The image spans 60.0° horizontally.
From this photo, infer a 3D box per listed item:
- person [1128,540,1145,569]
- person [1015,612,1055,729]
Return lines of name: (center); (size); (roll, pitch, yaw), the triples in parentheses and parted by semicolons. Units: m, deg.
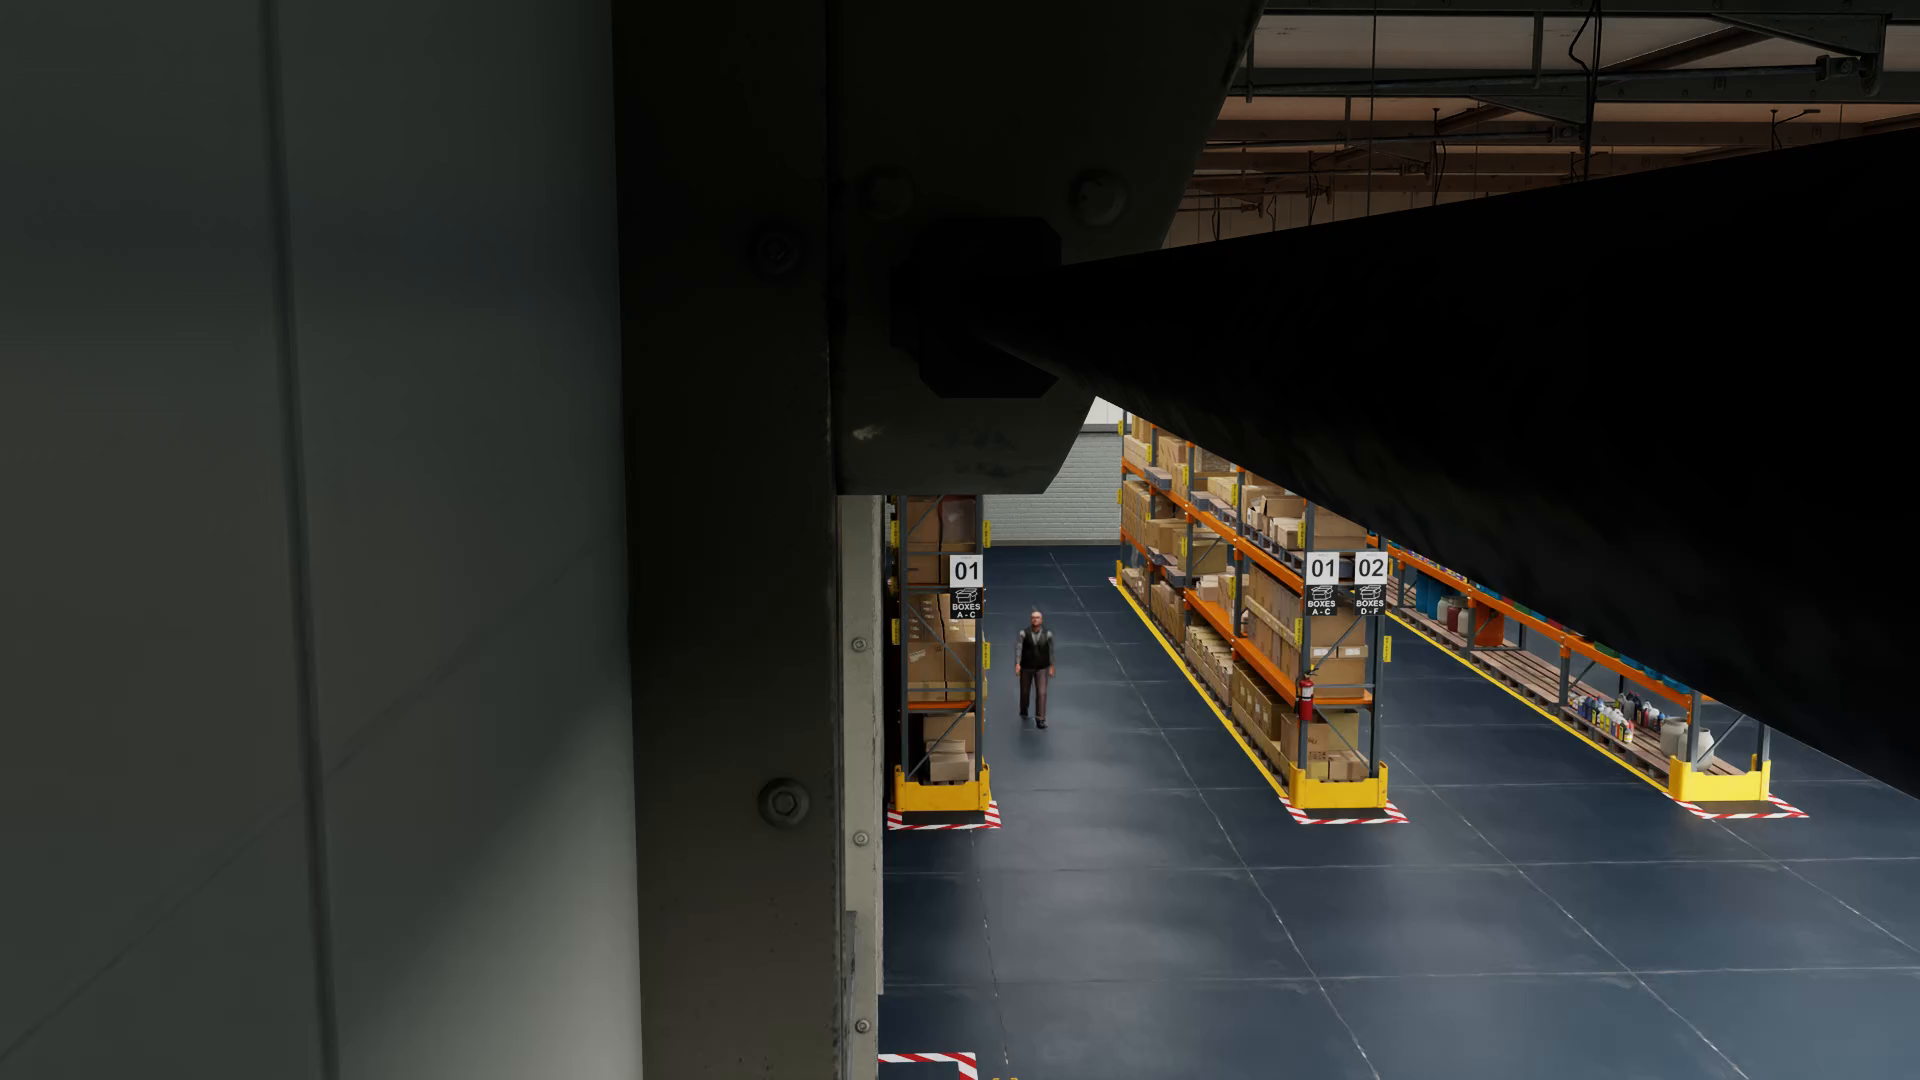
person: (4.128, -0.071, 37.601); (0.580, 1.764, 0.655); (-3, 9, -19)
person: (1.108, 1.900, 24.568); (0.616, 1.671, 1.056); (0, 8, -3)
